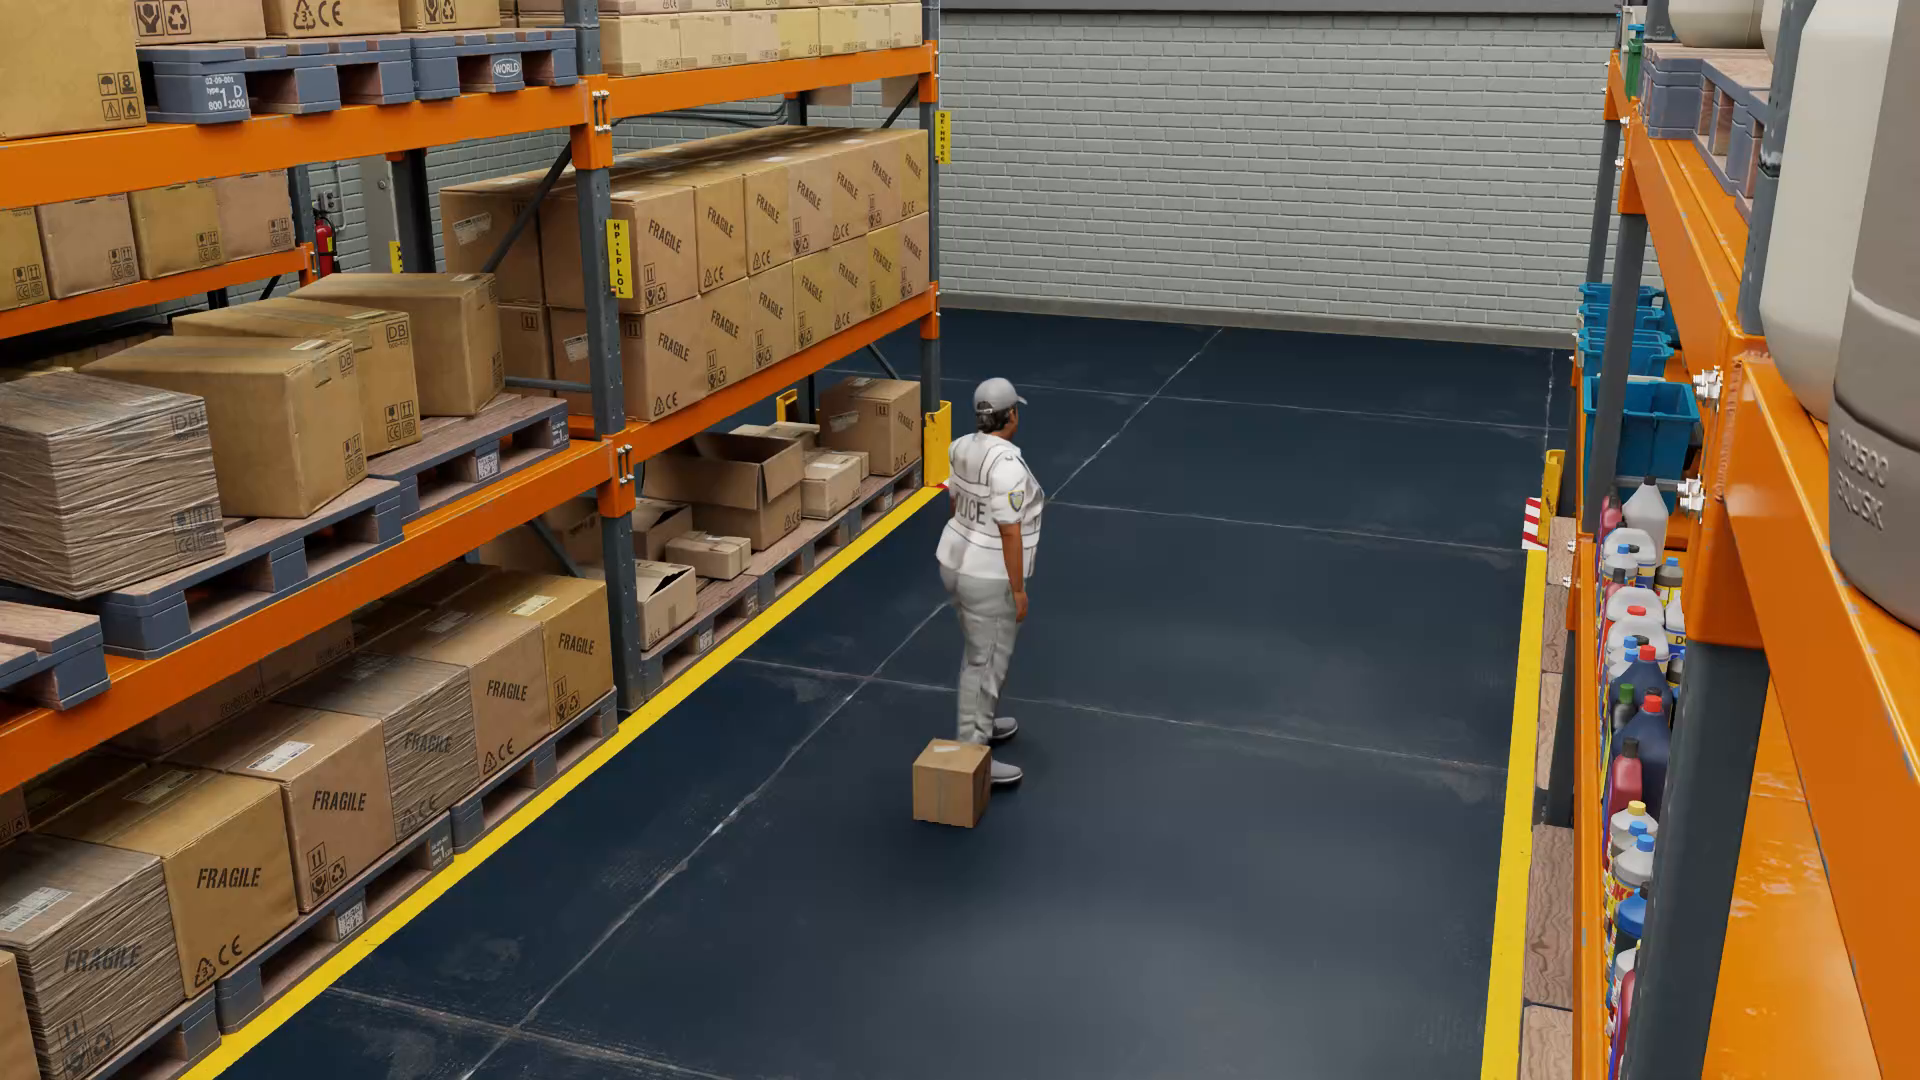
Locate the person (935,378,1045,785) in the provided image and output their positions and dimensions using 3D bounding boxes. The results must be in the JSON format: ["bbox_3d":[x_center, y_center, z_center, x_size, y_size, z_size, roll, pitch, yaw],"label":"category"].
[{"bbox_3d":[0.132,0.150,6.894,0.451,1.661,0.543,-8,20,-22],"label":"person"}]
